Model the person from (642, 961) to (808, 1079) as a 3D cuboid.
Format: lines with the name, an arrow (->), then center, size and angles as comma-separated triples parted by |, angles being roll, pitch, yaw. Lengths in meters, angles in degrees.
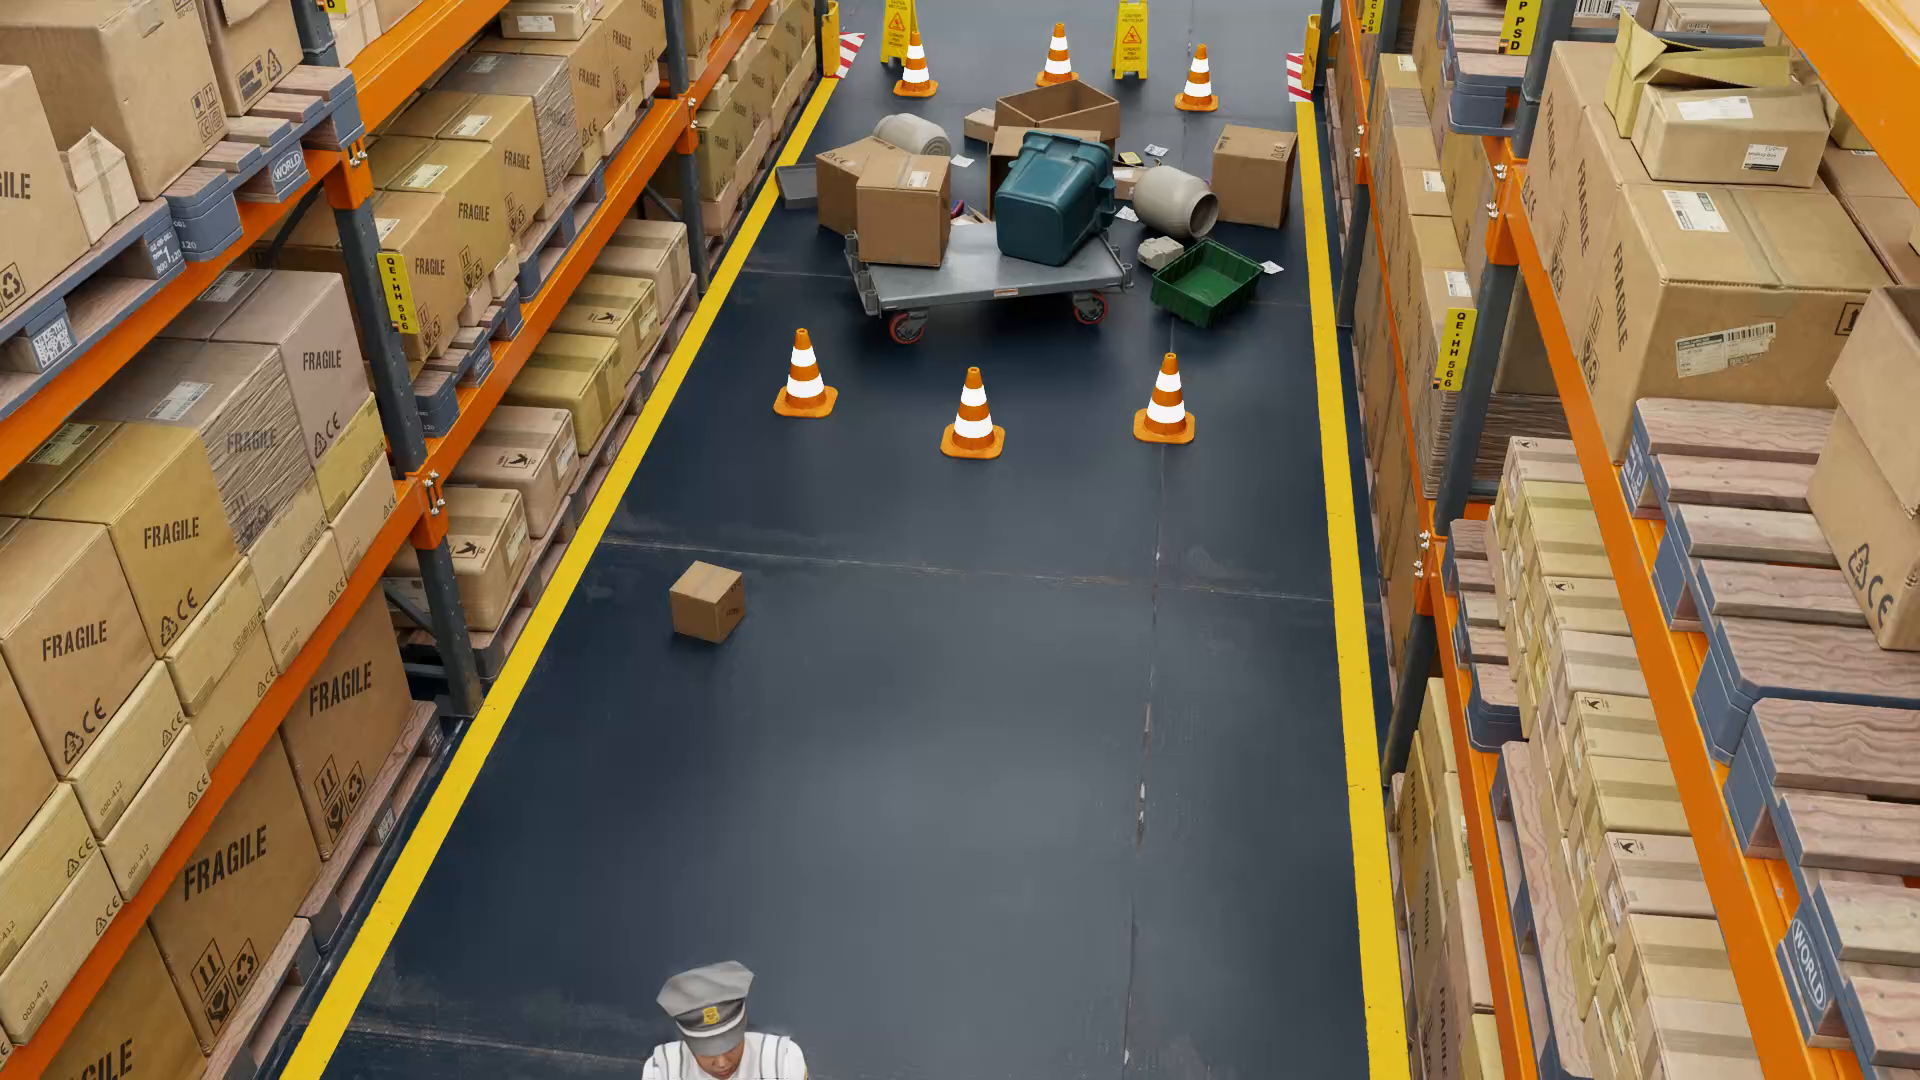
person -> -0.620, 1.837, 4.504 | 0.485, 1.682, 0.807 | 0, 36, 0
